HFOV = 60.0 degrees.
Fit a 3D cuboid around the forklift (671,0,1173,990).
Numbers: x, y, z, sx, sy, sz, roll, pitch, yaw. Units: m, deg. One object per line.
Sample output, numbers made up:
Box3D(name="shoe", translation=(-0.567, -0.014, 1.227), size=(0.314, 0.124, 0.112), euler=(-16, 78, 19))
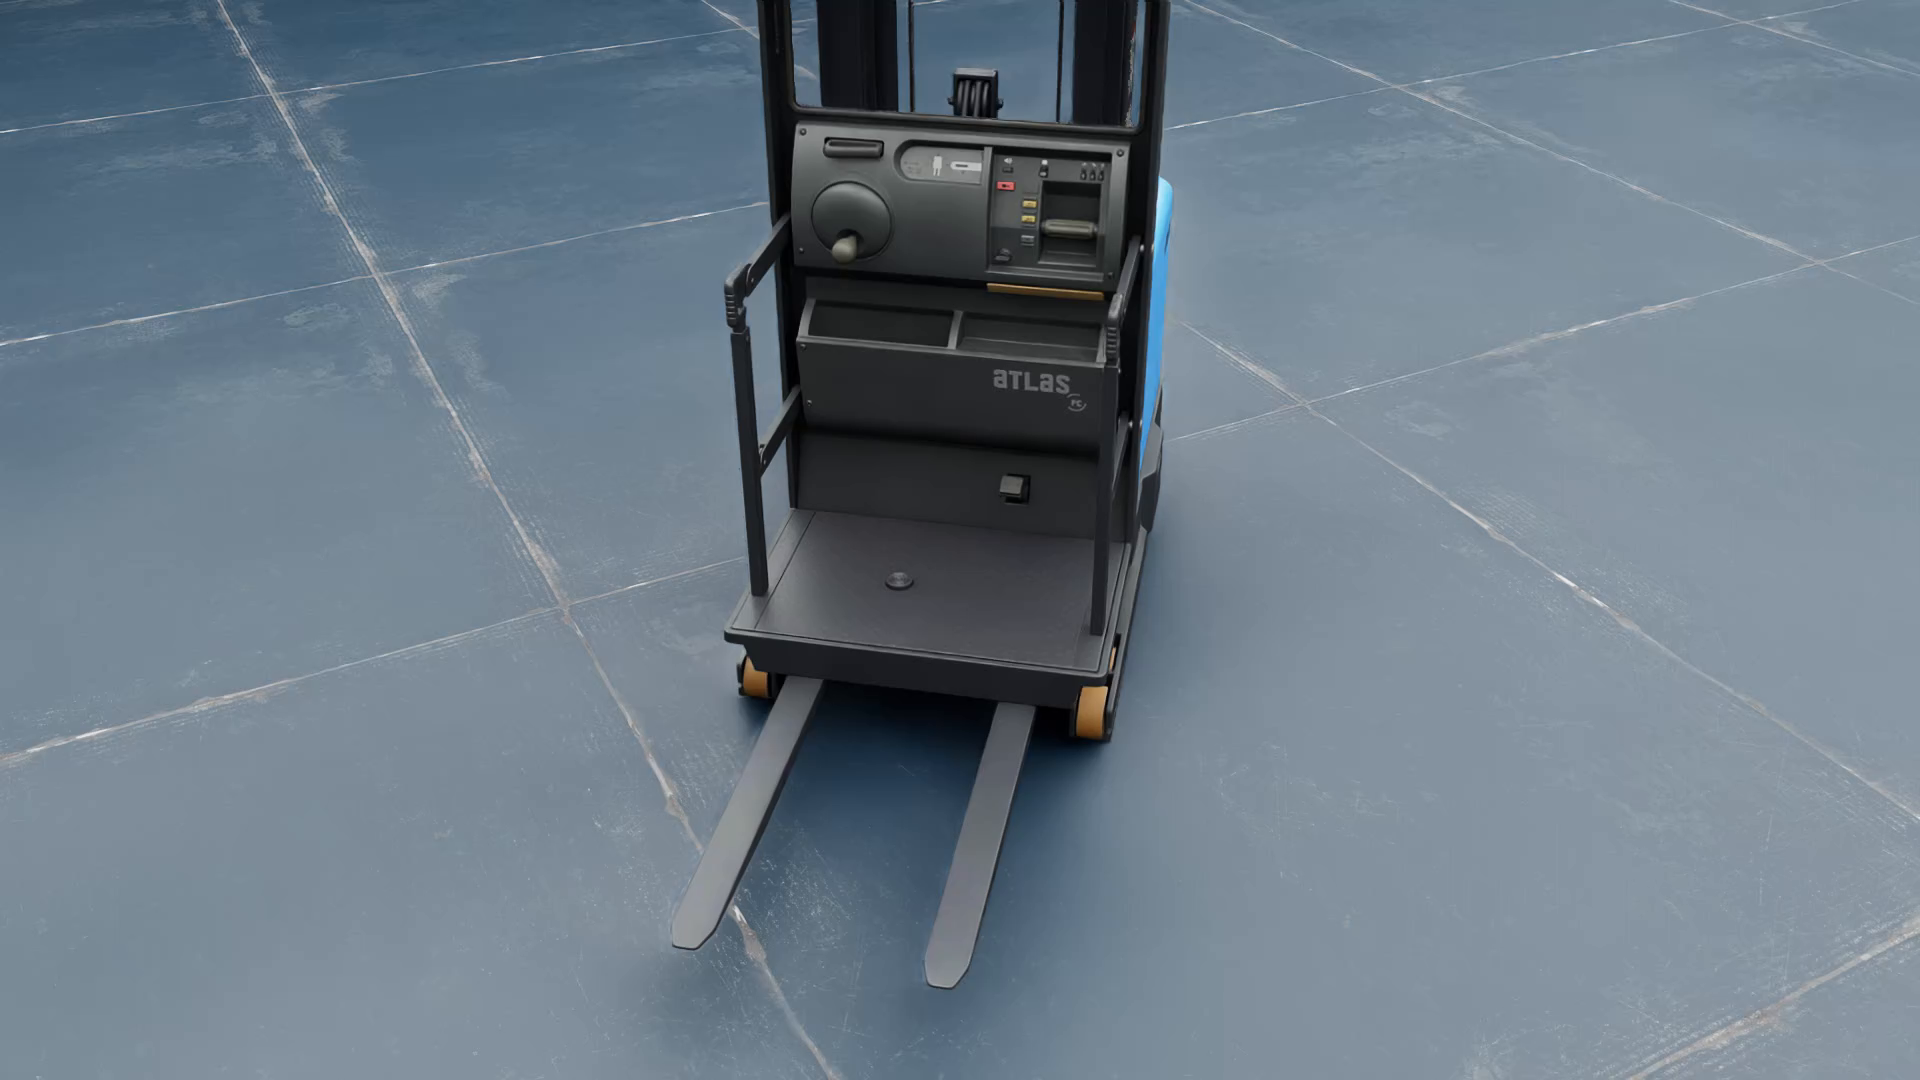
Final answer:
Box3D(name="forklift", translation=(-0.047, -0.869, 4.389), size=(1.130, 2.935, 3.031), euler=(6, 33, 9))
